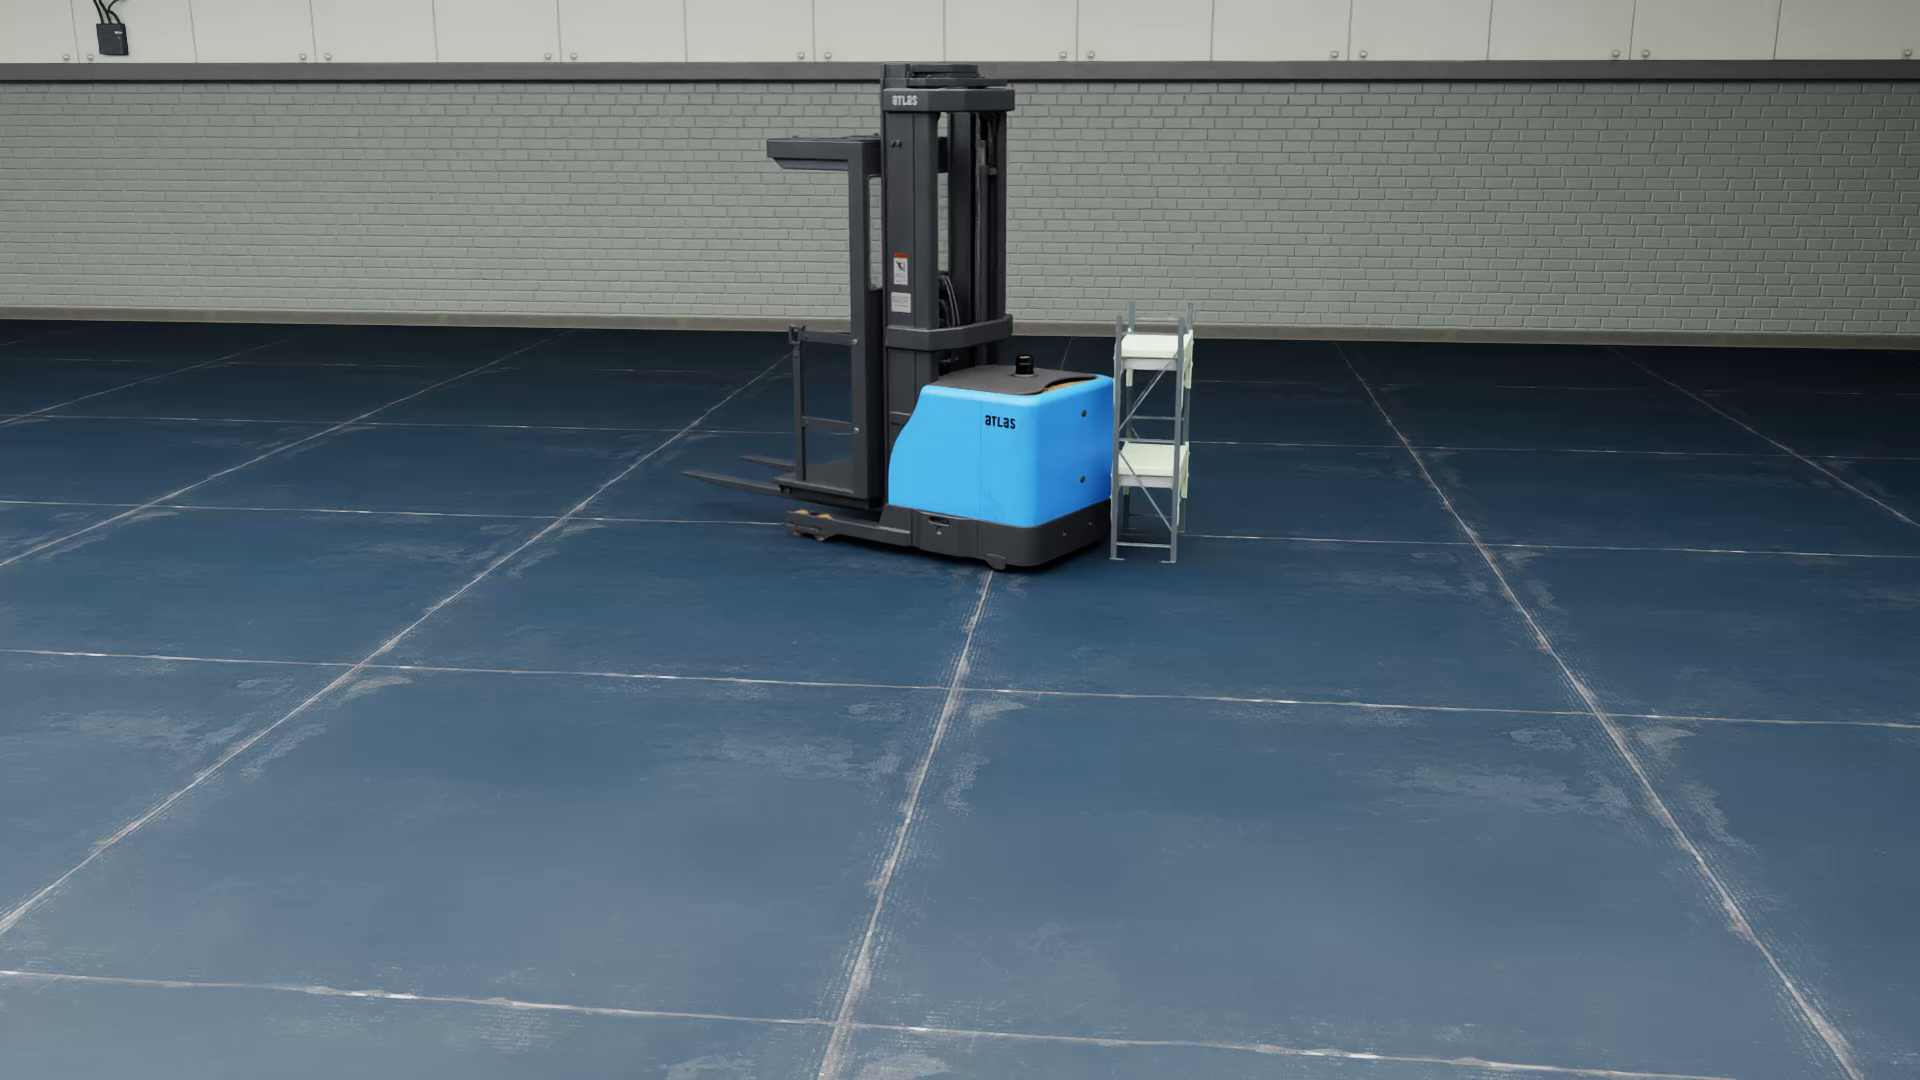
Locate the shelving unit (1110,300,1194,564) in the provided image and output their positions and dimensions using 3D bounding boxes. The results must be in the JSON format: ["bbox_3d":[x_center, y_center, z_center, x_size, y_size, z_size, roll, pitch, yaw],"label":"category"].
[{"bbox_3d":[1.195,-0.687,10.327,0.431,1.500,0.755,3,15,11],"label":"shelving unit"}]

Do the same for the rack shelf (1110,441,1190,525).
[{"bbox_3d":[1.195,-0.372,10.413,0.431,0.370,0.720,3,15,11],"label":"rack shelf"}]

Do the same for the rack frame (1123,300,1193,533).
[{"bbox_3d":[1.268,-0.780,10.674,0.400,1.500,0.023,3,15,11],"label":"rack frame"}]

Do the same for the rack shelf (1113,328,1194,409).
[{"bbox_3d":[1.195,-1.063,10.226,0.431,0.370,0.720,3,15,11],"label":"rack shelf"}]

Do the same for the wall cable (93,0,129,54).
[{"bbox_3d":[-9.123,-8.673,18.980,2.305,6.003,0.169,2,15,6],"label":"wall cable"}]

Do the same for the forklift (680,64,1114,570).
[{"bbox_3d":[-0.520,-1.516,10.653,3.031,2.935,1.130,10,18,34],"label":"forklift"}]

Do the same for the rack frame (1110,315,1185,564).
[{"bbox_3d":[1.121,-0.593,9.981,0.400,1.500,0.023,3,15,11],"label":"rack frame"}]
